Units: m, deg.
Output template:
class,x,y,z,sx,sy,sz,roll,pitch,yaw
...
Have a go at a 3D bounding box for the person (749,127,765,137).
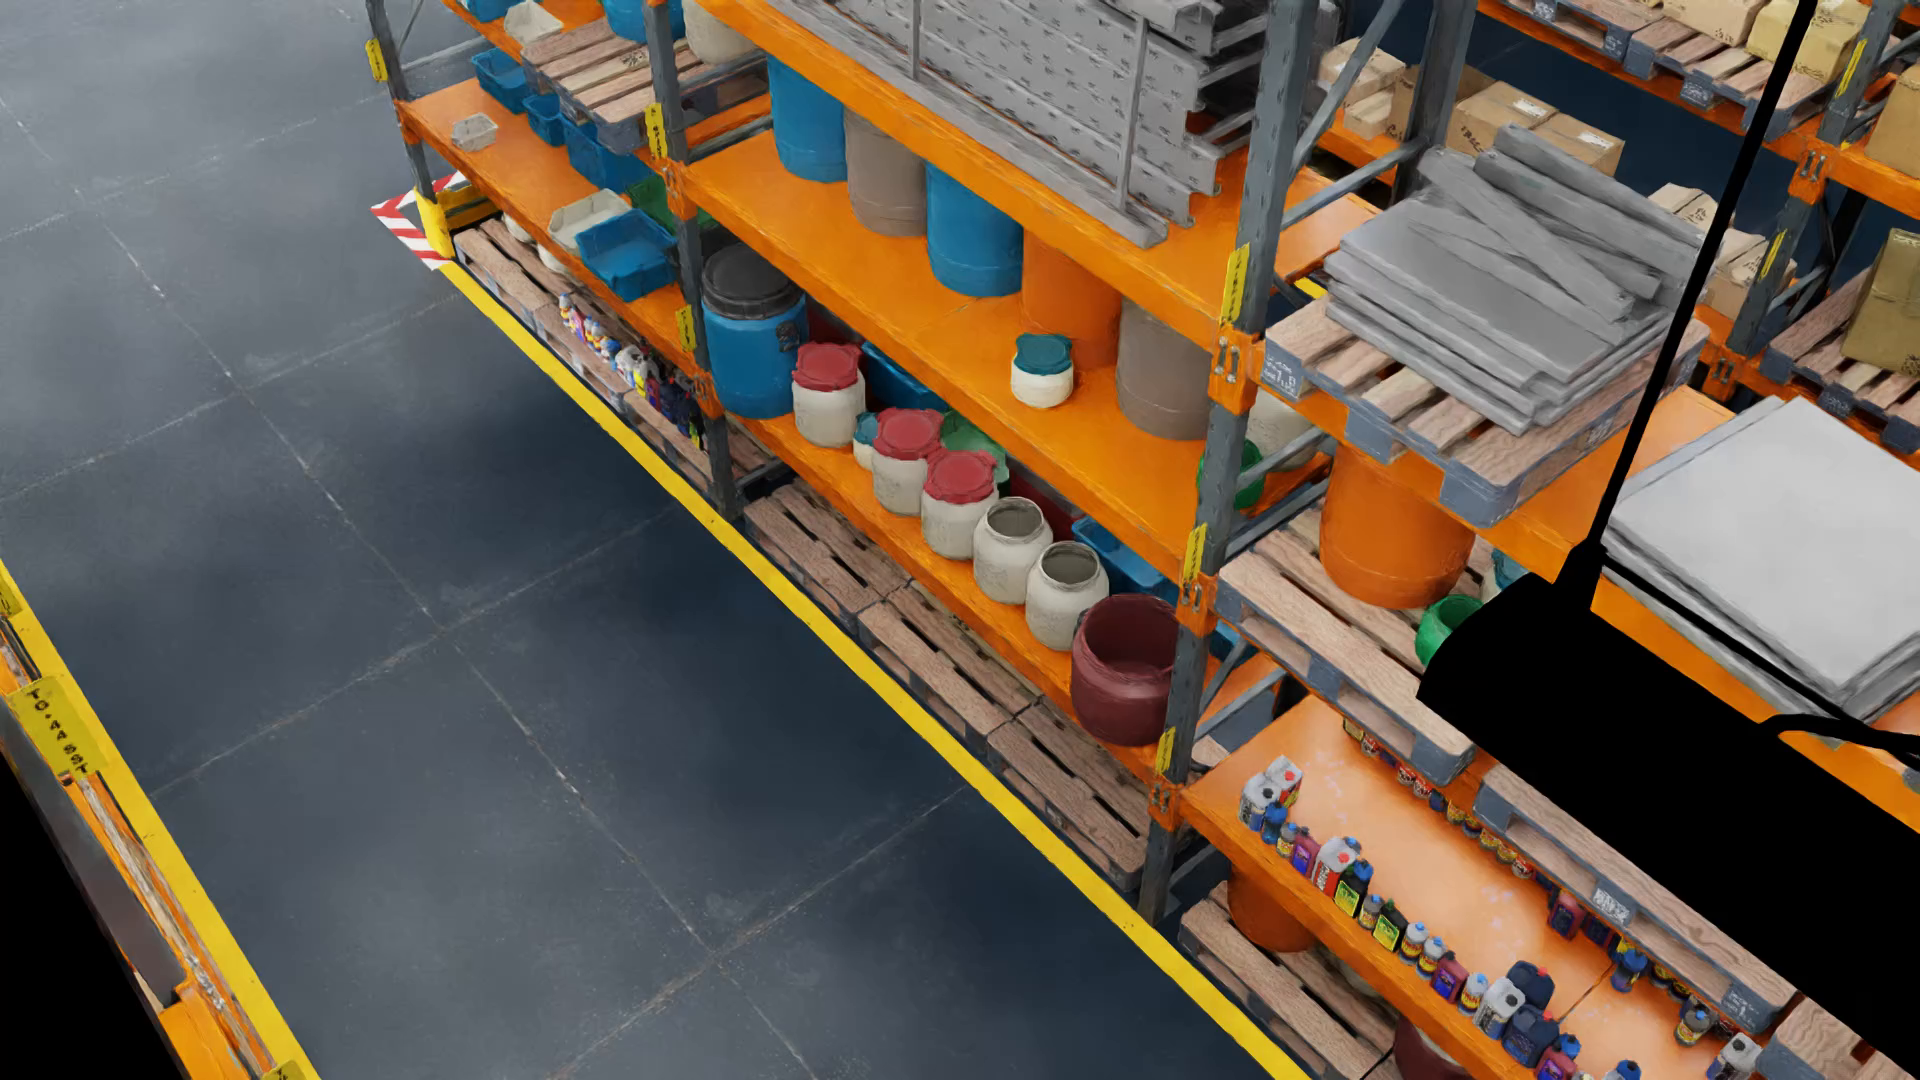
class,x,y,z,sx,sy,sz,roll,pitch,yaw
person,-1.979,-3.988,13.589,0.577,1.691,1.121,-30,53,-25
